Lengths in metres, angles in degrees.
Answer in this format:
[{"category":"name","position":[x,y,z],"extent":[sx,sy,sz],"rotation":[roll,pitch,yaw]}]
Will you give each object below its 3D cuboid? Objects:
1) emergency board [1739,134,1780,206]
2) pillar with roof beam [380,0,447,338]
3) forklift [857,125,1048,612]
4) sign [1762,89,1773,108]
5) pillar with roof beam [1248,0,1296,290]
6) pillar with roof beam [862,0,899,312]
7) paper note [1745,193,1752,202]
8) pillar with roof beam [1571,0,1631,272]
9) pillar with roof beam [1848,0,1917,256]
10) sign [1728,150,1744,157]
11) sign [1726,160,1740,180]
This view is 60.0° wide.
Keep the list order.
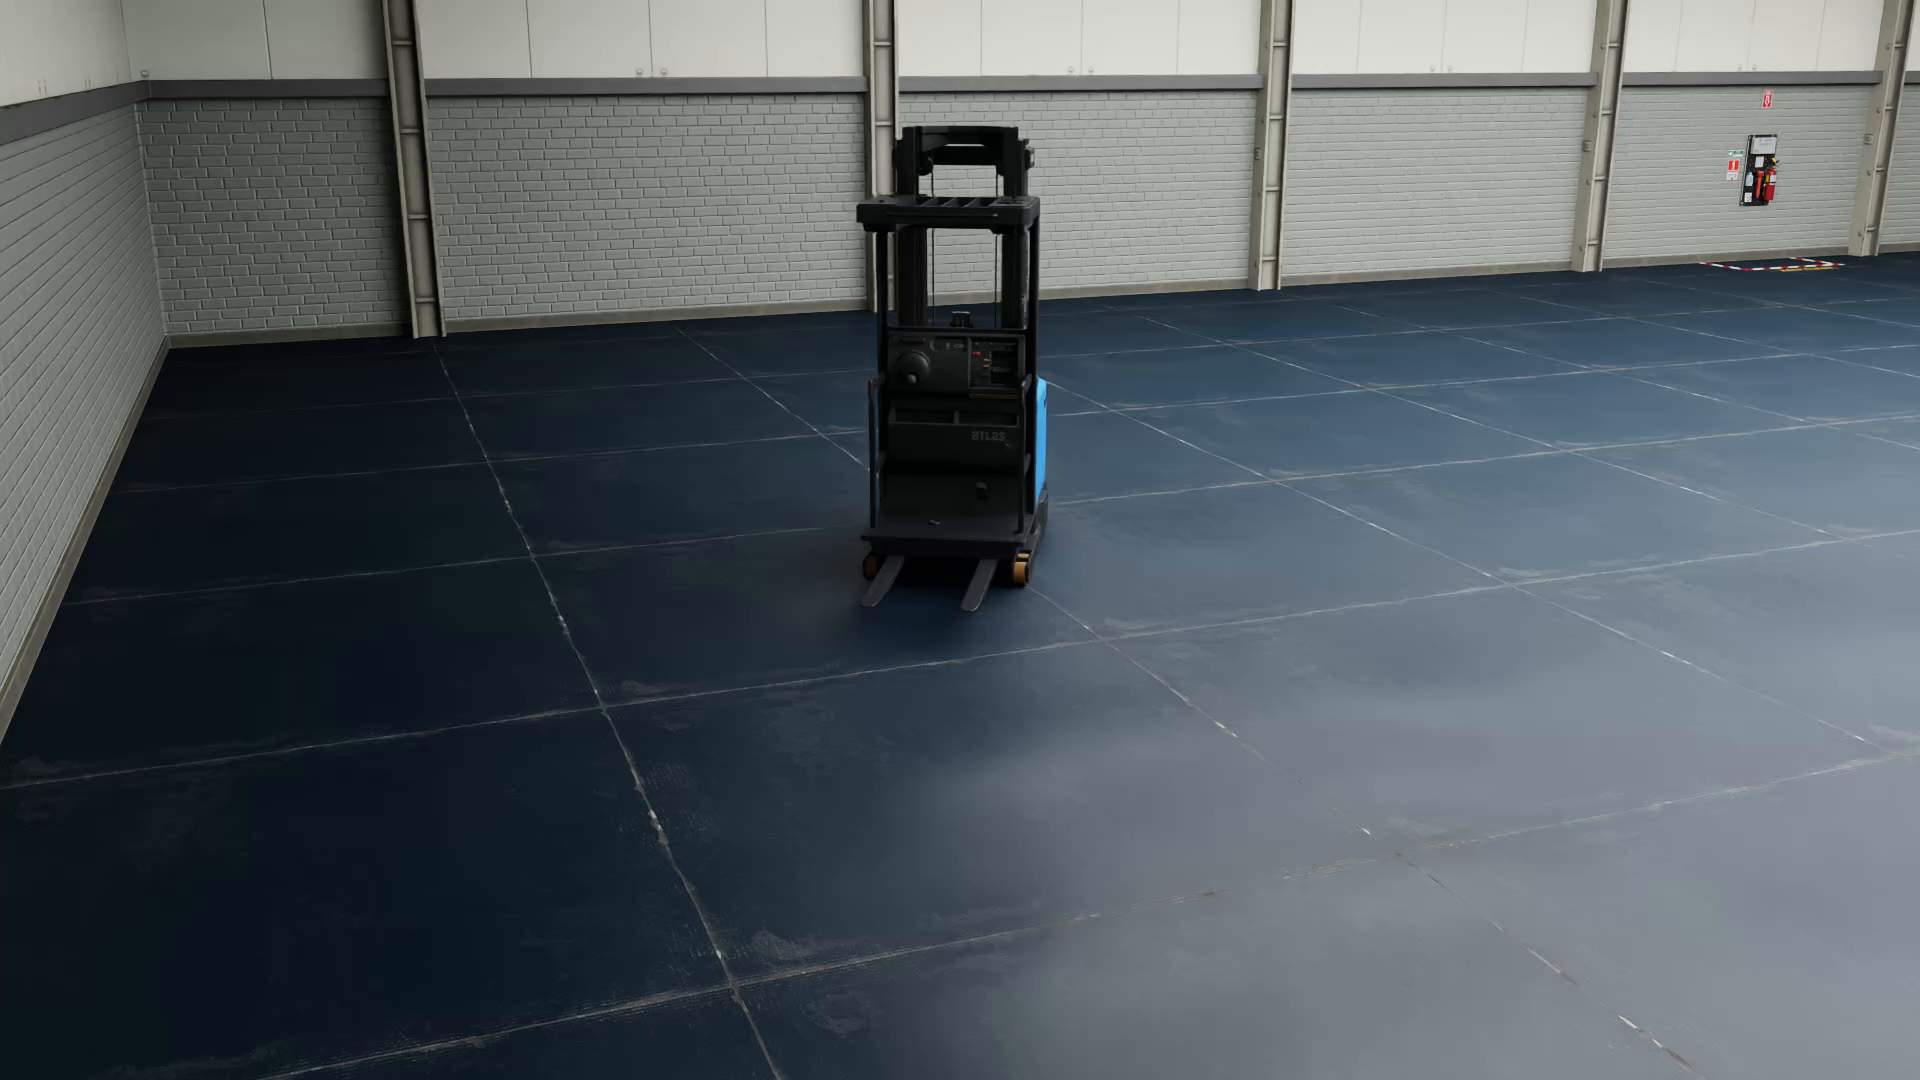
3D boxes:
[{"category":"emergency board","position":[13.441,-6.182,27.825],"extent":[0.643,1.169,0.194],"rotation":[-6,17,-20]},{"category":"pillar with roof beam","position":[-5.108,-5.747,15.697],"extent":[0.400,9.000,9.100],"rotation":[-6,17,-20]},{"category":"forklift","position":[-0.052,-1.205,11.000],"extent":[1.130,2.935,3.031],"rotation":[2,17,7]},{"category":"sign","position":[13.398,-7.319,27.585],"extent":[0.199,0.298,0.001],"rotation":[-6,17,-20]},{"category":"pillar with roof beam","position":[6.097,-6.957,19.817],"extent":[0.400,9.000,9.100],"rotation":[-6,17,-20]},{"category":"pillar with roof beam","position":[0.494,-6.352,17.757],"extent":[0.400,9.000,9.100],"rotation":[-6,17,-20]},{"category":"paper note","position":[13.251,-5.759,27.950],"extent":[0.142,0.148,0.016],"rotation":[-6,17,-20]},{"category":"pillar with roof beam","position":[11.700,-7.562,21.877],"extent":[0.400,9.000,9.100],"rotation":[-6,17,-20]},{"category":"pillar with roof beam","position":[17.303,-8.167,23.937],"extent":[0.400,9.000,9.100],"rotation":[-6,17,-20]},{"category":"sign","position":[12.895,-6.423,27.642],"extent":[0.331,0.109,0.001],"rotation":[-6,17,-20]},{"category":"sign","position":[12.888,-6.170,27.723],"extent":[0.234,0.329,0.001],"rotation":[-6,17,-20]}]
